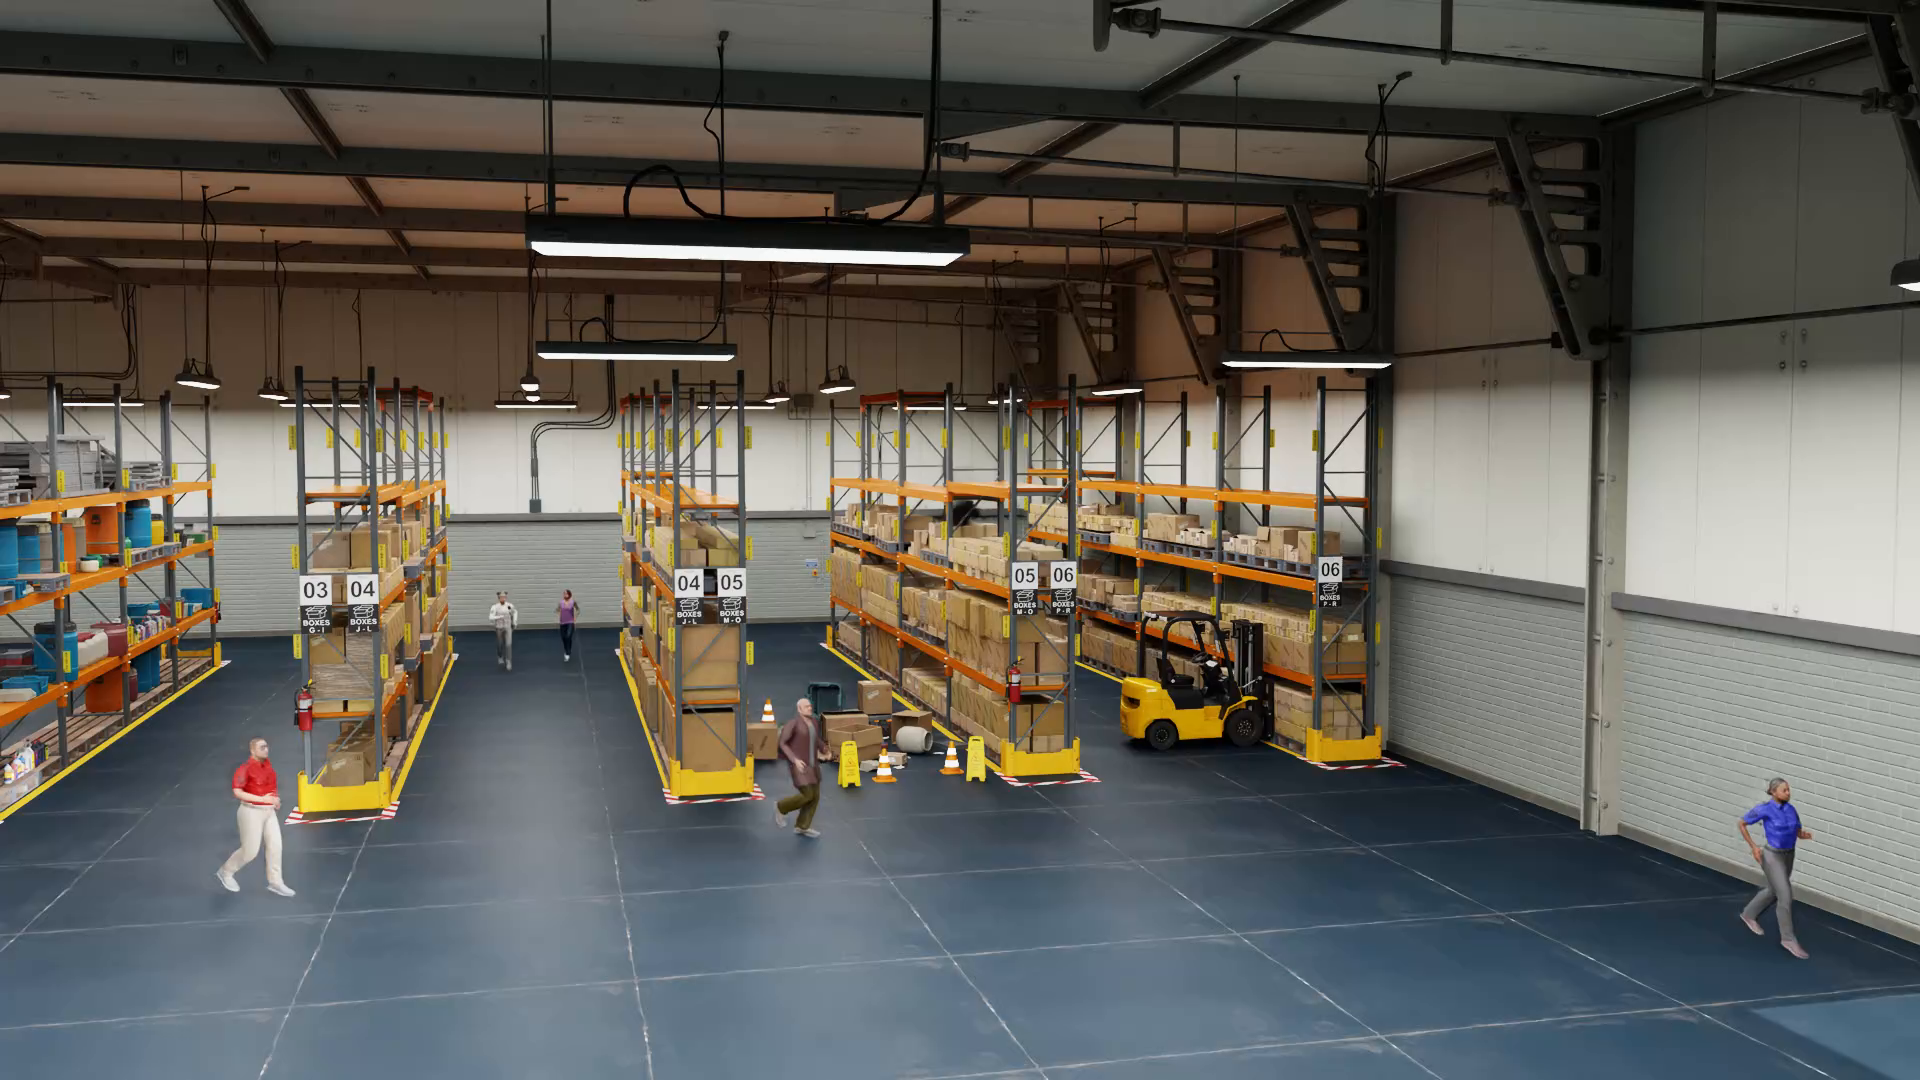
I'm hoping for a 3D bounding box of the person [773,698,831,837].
[{"bbox_3d":[-1.995,2.895,21.140,0.685,1.713,0.704,2,4,33],"label":"person"}]

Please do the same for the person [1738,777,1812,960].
[{"bbox_3d":[8.045,3.181,16.395,0.559,1.687,0.869,-2,4,-26],"label":"person"}]

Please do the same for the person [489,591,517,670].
[{"bbox_3d":[-10.010,1.957,36.479,0.606,1.703,0.928,-1,4,-17],"label":"person"}]

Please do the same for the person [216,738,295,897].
[{"bbox_3d":[-7.760,3.052,18.324,0.867,1.751,0.686,1,4,15],"label":"person"}]

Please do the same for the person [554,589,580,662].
[{"bbox_3d":[-8.975,1.927,37.922,0.544,1.610,0.781,0,3,3],"label":"person"}]
